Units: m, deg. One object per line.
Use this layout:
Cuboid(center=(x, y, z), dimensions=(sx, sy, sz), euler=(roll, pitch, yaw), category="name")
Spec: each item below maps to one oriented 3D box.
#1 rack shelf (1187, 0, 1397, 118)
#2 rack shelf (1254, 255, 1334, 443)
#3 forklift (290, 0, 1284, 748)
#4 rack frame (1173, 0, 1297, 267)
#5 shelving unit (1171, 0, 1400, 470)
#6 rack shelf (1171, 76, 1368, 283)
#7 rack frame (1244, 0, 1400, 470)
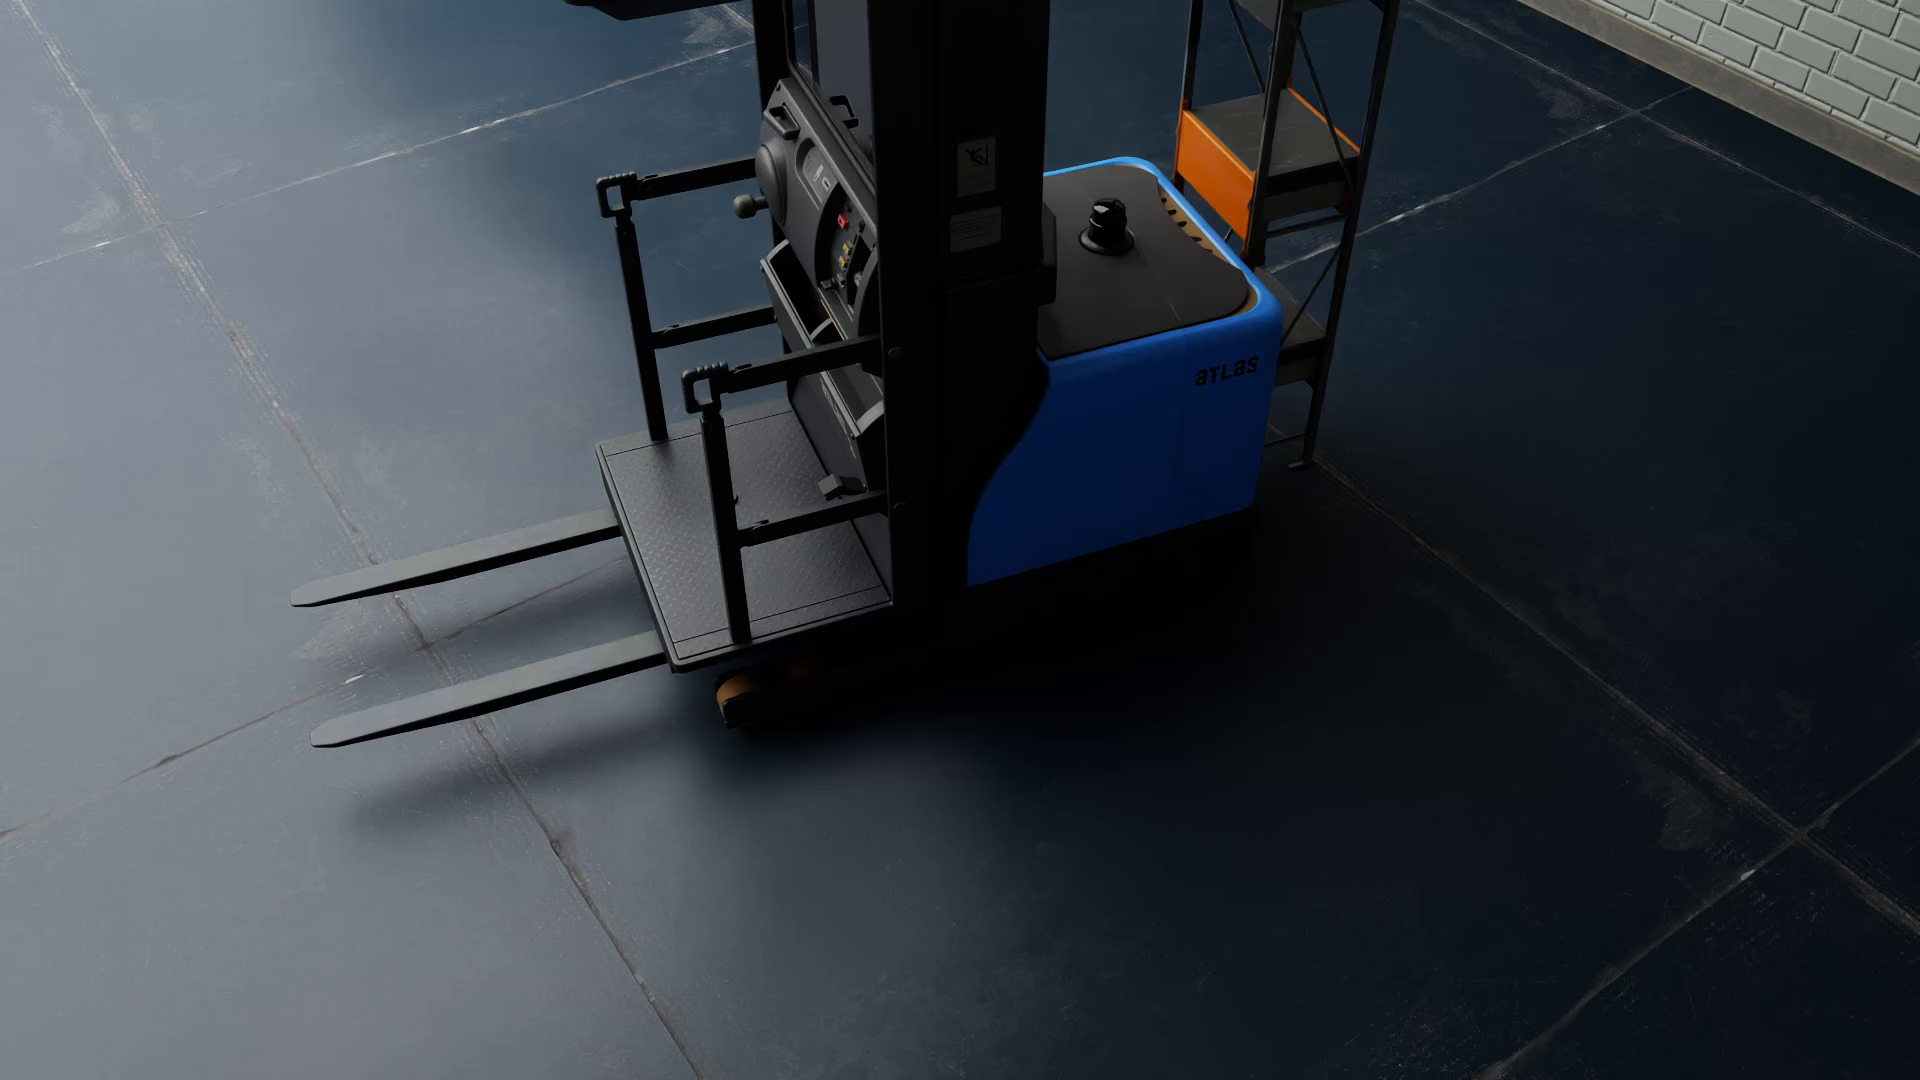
Cuboid(center=(0.994, -1.641, 4.954), dimensions=(0.431, 0.518, 0.480), euler=(-16, 46, -16), category="rack shelf")
Cuboid(center=(0.994, -0.628, 5.921), dimensions=(0.431, 0.518, 0.480), euler=(-16, 46, -16), category="rack shelf")
Cuboid(center=(-0.586, -0.900, 4.570), dimensions=(3.031, 2.935, 1.130), euler=(-15, 46, -15), category="forklift")
Cuboid(center=(0.901, -1.300, 5.591), dimensions=(0.400, 2.100, 0.015), euler=(-16, 46, -16), category="rack frame")
Cuboid(center=(0.994, -1.144, 5.428), dimensions=(0.431, 2.100, 0.503), euler=(-16, 46, -16), category="shelving unit")
Cuboid(center=(0.994, -1.134, 5.437), dimensions=(0.431, 0.518, 0.480), euler=(-16, 46, -16), category="rack shelf")
Cuboid(center=(1.087, -0.989, 5.265), dimensions=(0.400, 2.100, 0.015), euler=(-16, 46, -16), category="rack frame")
